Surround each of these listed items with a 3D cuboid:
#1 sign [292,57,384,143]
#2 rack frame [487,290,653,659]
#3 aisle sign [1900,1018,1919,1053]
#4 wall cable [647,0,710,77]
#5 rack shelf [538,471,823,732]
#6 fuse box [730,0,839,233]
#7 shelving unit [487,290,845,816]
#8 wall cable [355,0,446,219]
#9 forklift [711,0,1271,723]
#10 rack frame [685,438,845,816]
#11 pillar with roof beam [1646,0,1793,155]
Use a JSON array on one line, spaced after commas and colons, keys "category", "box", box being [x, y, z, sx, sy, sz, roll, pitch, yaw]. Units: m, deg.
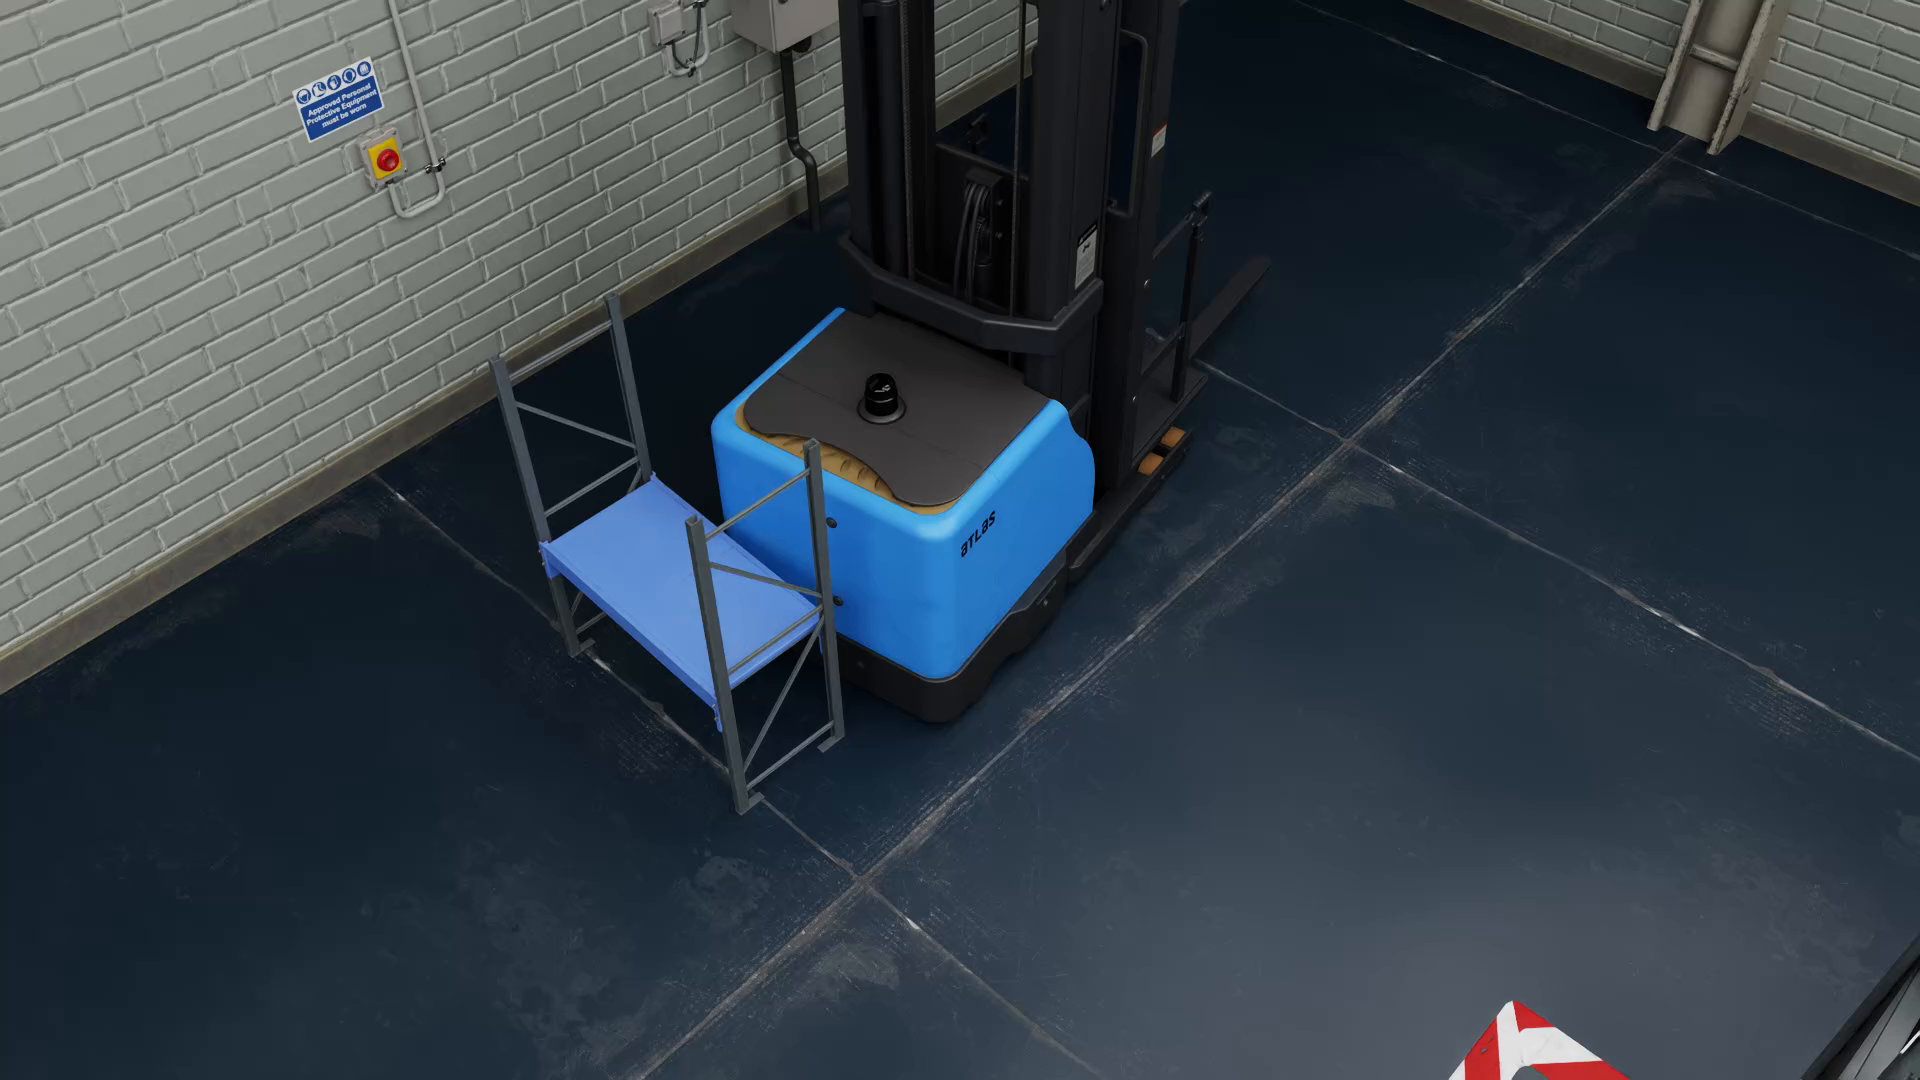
[{"category": "sign", "box": [-2.292, -1.626, 6.143, 0.001, 0.218, 0.327, 34, 55, 28]}, {"category": "rack frame", "box": [-1.332, -0.191, 6.008, 0.500, 1.500, 0.032, -36, 56, -29]}, {"category": "aisle sign", "box": [1.695, 0.476, 2.571, 0.004, 0.787, 0.394, 34, 55, 28]}, {"category": "wall cable", "box": [-1.261, -2.643, 6.586, 0.122, 1.984, 0.588, 34, 55, 28]}, {"category": "rack shelf", "box": [-0.974, 0.195, 5.892, 0.538, 0.185, 1.000, -36, 56, -29]}, {"category": "fuse box", "box": [-0.682, -2.142, 7.696, 0.414, 1.711, 0.539, 34, 55, 28]}, {"category": "shelving unit", "box": [-0.974, 0.072, 5.761, 0.538, 1.500, 1.048, -36, 56, -29]}, {"category": "wall cable", "box": [-2.214, -1.888, 5.855, 0.123, 1.953, 0.585, 34, 55, 28]}, {"category": "forklift", "box": [0.344, -1.382, 6.146, 1.130, 2.935, 3.031, 26, 52, 22]}, {"category": "rack frame", "box": [-0.616, 0.335, 5.514, 0.500, 1.500, 0.032, -36, 56, -29]}, {"category": "pillar with roof beam", "box": [1.019, -2.978, 3.482, 0.400, 9.000, 9.100, 34, 55, 28]}]
